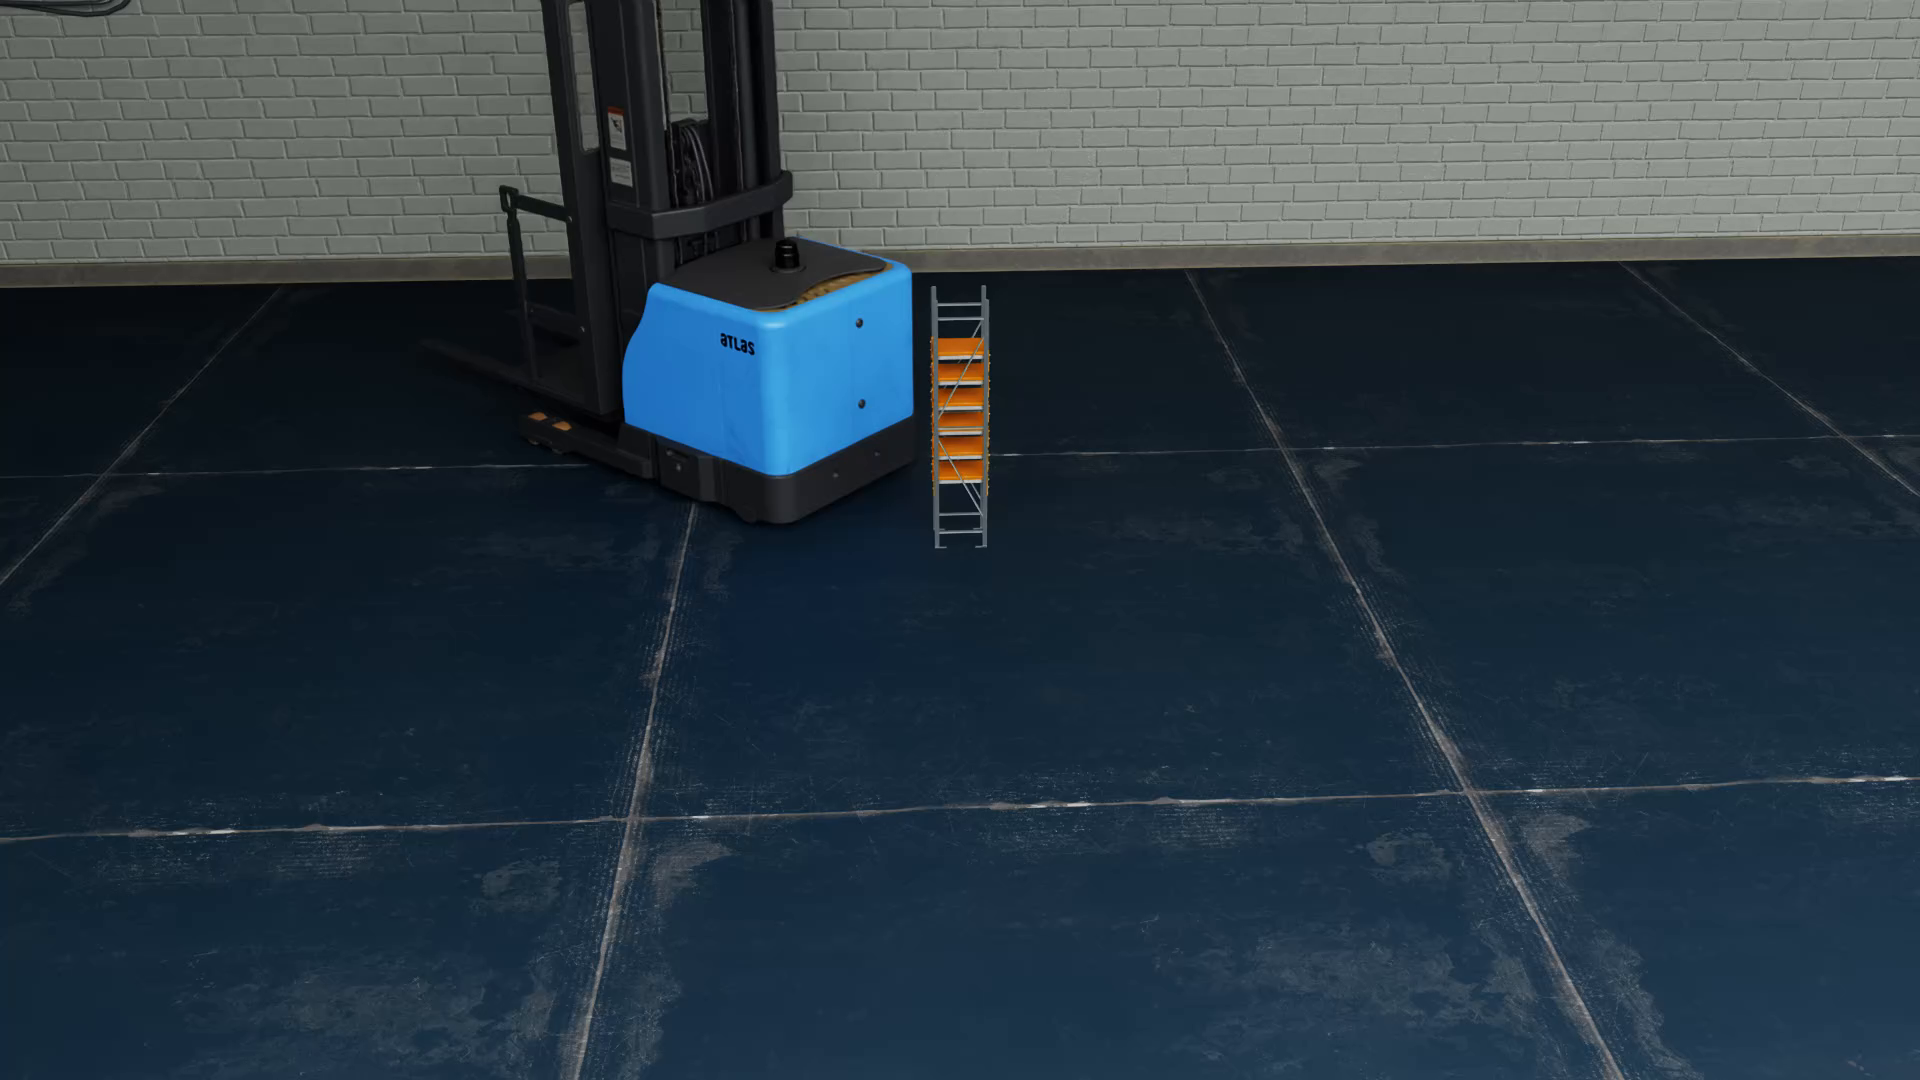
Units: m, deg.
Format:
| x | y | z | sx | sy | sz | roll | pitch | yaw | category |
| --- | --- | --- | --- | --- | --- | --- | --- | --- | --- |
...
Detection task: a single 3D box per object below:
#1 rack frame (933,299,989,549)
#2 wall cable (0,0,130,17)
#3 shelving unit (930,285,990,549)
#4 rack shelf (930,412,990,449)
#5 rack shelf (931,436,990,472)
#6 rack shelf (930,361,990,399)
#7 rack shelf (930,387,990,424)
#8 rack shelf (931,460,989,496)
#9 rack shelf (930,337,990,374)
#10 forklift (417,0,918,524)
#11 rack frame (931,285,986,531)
| x | y | z | sx | sy | sz | roll | pitch | yaw | category |
| --- | --- | --- | --- | --- | --- | --- | --- | --- | --- |
| 0.004 | -0.496 | 7.404 | 0.240 | 1.200 | 0.006 | -1 | 28 | -3 | rack frame |
| -6.461 | -4.253 | 9.532 | 3.097 | 2.526 | 0.112 | -1 | 28 | -3 | wall cable |
| -0.001 | -0.539 | 7.485 | 0.258 | 1.200 | 0.189 | -1 | 28 | -3 | shelving unit |
| -0.001 | -0.499 | 7.506 | 0.258 | 0.103 | 0.180 | -1 | 28 | -3 | rack shelf |
| -0.001 | -0.393 | 7.561 | 0.258 | 0.103 | 0.180 | -1 | 28 | -3 | rack shelf |
| -0.001 | -0.712 | 7.395 | 0.258 | 0.103 | 0.180 | -1 | 28 | -3 | rack shelf |
| -0.001 | -0.606 | 7.450 | 0.258 | 0.103 | 0.180 | -1 | 28 | -3 | rack shelf |
| -0.001 | -0.286 | 7.617 | 0.258 | 0.103 | 0.180 | -1 | 28 | -3 | rack shelf |
| -0.001 | -0.818 | 7.339 | 0.258 | 0.103 | 0.180 | -1 | 28 | -3 | rack shelf |
| -1.685 | -1.915 | 8.252 | 3.031 | 2.935 | 1.130 | 20 | 34 | 33 | forklift |
| -0.006 | -0.581 | 7.566 | 0.240 | 1.200 | 0.006 | -1 | 28 | -3 | rack frame |
